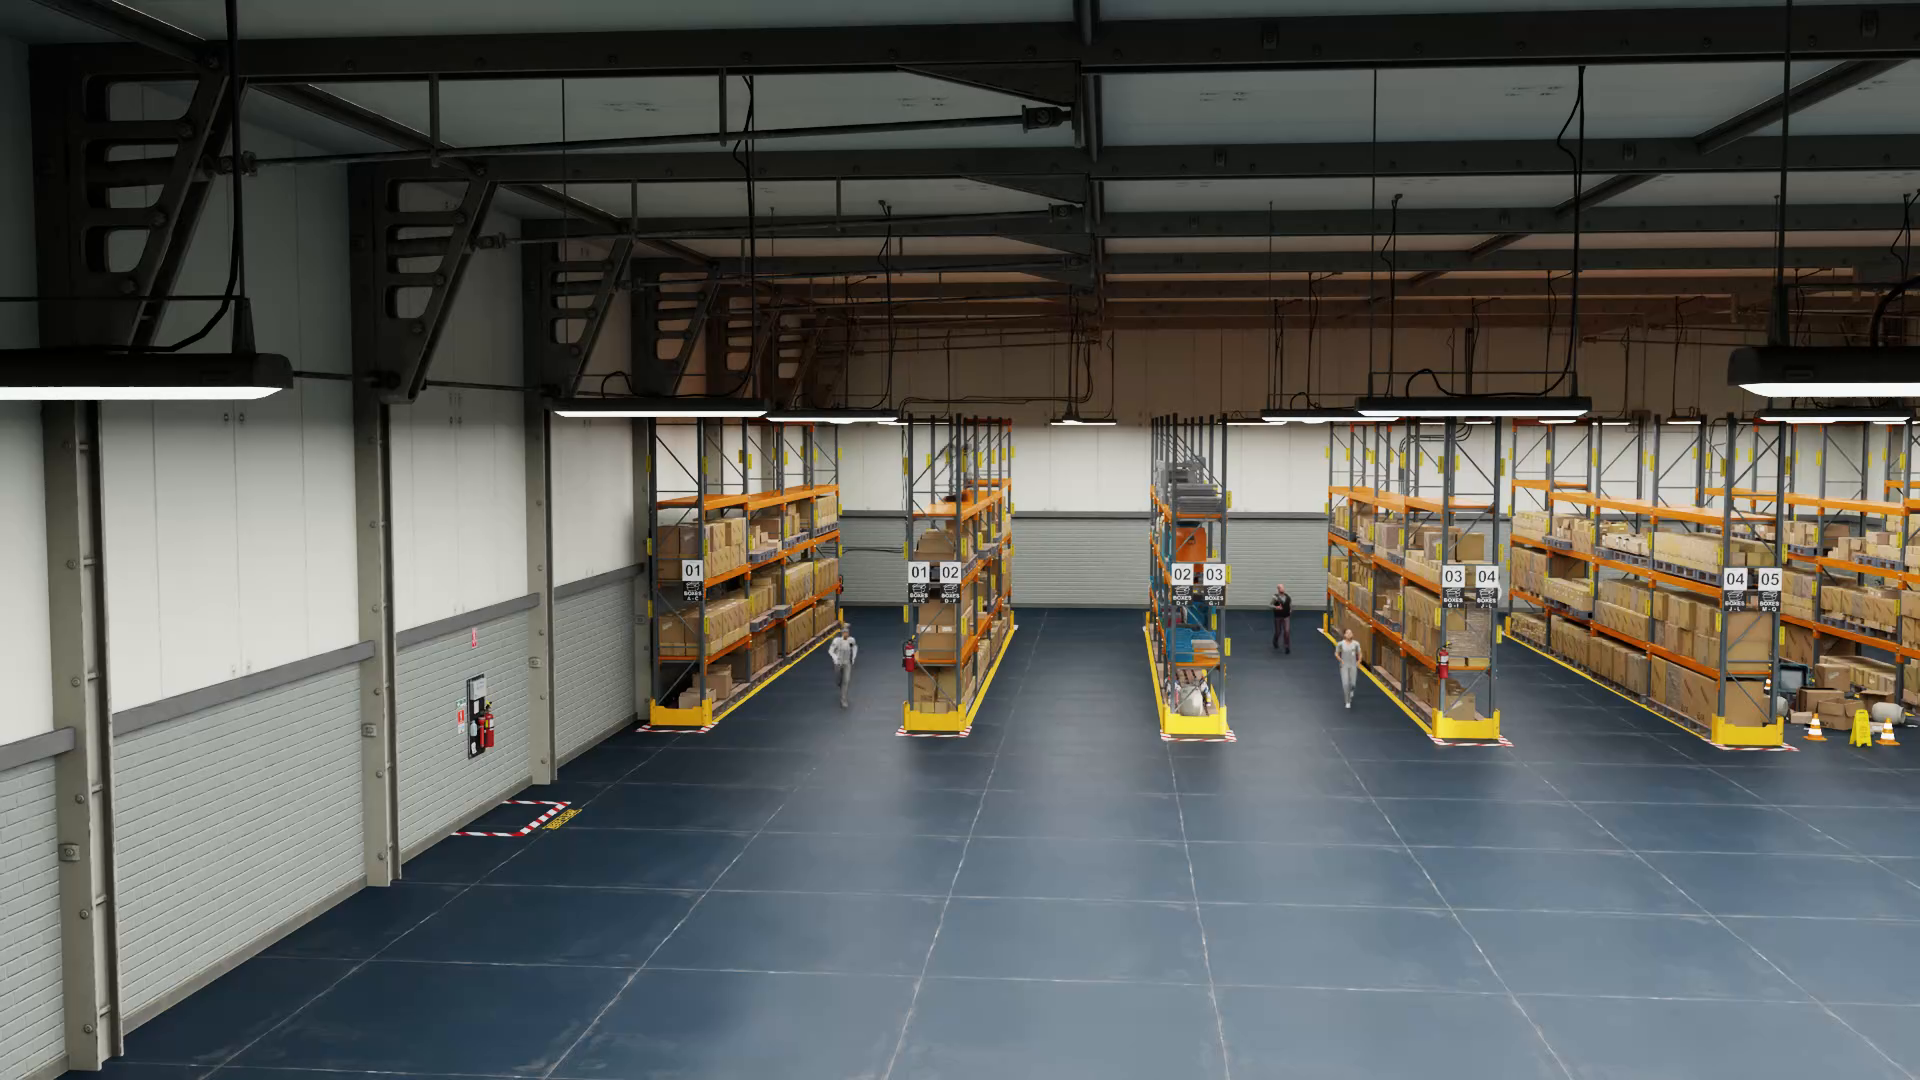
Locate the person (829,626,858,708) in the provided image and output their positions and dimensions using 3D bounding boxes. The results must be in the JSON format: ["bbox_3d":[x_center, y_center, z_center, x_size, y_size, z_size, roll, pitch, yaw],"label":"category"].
[{"bbox_3d":[-2.428,2.586,34.532,0.618,1.681,1.023,-1,4,-10],"label":"person"}]

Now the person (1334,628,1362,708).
[{"bbox_3d":[7.993,2.616,34.222,0.566,1.630,0.572,1,4,10],"label":"person"}]

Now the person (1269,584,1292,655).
[{"bbox_3d":[8.192,1.999,42.419,0.655,1.750,0.928,0,4,-6],"label":"person"}]

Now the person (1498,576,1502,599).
[{"bbox_3d":[15.020,1.740,47.151,0.515,1.610,0.660,-1,4,-15],"label":"person"}]
